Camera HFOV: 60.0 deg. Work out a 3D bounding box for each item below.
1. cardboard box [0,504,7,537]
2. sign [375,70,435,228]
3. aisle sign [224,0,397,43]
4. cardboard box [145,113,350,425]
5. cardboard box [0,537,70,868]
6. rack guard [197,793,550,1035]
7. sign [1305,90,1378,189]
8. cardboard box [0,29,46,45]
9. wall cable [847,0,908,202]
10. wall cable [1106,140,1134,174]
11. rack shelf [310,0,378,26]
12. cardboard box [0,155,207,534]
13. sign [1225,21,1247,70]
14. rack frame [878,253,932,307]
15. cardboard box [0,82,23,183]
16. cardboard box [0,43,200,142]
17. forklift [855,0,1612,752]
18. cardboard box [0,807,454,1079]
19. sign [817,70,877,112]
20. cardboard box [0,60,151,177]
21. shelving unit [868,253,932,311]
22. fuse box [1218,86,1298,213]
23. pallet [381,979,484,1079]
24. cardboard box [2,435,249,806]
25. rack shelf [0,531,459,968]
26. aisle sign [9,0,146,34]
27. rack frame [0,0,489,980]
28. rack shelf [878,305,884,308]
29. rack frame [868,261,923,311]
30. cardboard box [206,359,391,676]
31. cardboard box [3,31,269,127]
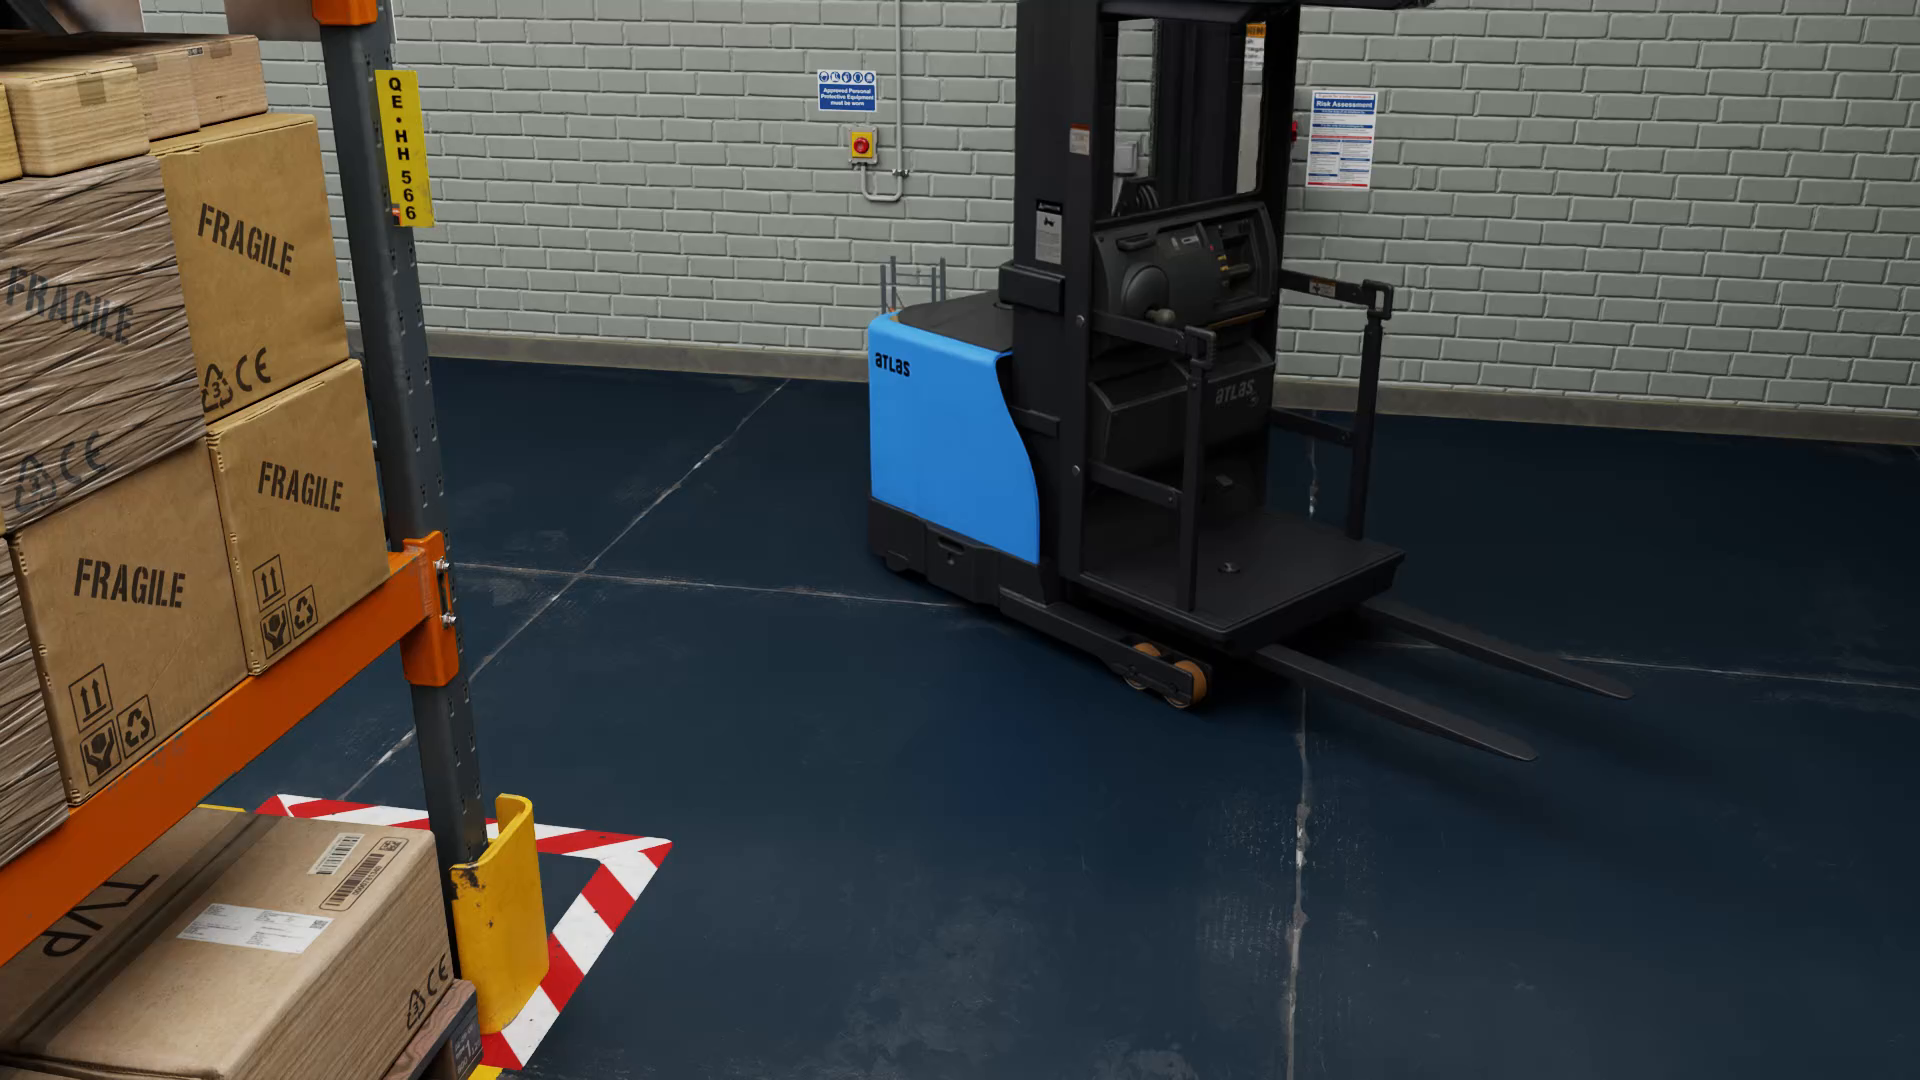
[{"bbox_3d":[-1.755,-0.168,2.283,0.500,0.500,0.500,4,22,11],"label":"cardboard box"},{"bbox_3d":[-1.179,-0.827,3.524,0.100,0.325,0.005,4,22,11],"label":"sign"},{"bbox_3d":[-1.389,-1.435,3.421,0.394,0.787,0.004,4,22,11],"label":"aisle sign"},{"bbox_3d":[-1.573,-0.542,3.212,0.500,0.500,0.500,5,23,13],"label":"cardboard box"},{"bbox_3d":[-1.759,0.295,2.472,0.500,0.500,0.500,5,22,12],"label":"cardboard box"},{"bbox_3d":[-1.702,0.924,4.389,1.175,0.500,0.348,4,22,11],"label":"rack guard"},{"bbox_3d":[1.973,-2.071,8.607,0.329,0.494,0.001,4,22,11],"label":"sign"},{"bbox_3d":[-2.051,-0.929,3.304,0.380,0.149,0.250,5,22,12],"label":"cardboard box"},{"bbox_3d":[-0.580,-2.776,8.829,0.585,1.953,0.123,4,22,11],"label":"wall cable"},{"bbox_3d":[0.811,-2.658,8.577,0.588,1.984,0.122,4,22,11],"label":"wall cable"},{"bbox_3d":[-2.115,-0.553,1.658,1.077,0.370,4.000,4,22,11],"label":"rack shelf"},{"bbox_3d":[-1.650,-0.349,2.732,0.500,0.500,0.500,5,22,11],"label":"cardboard box"},{"bbox_3d":[1.435,-2.540,8.539,0.339,0.242,0.001,4,22,11],"label":"sign"},{"bbox_3d":[-0.239,-0.688,7.457,0.240,1.200,0.006,4,22,10],"label":"rack frame"},{"bbox_3d":[-1.675,-0.606,2.503,0.380,0.149,0.250,5,22,12],"label":"cardboard box"},{"bbox_3d":[-1.613,-0.796,2.975,0.380,0.149,0.250,5,22,12],"label":"cardboard box"},{"bbox_3d":[0.916,-1.003,5.921,1.130,2.935,3.031,-19,29,-39],"label":"forklift"},{"bbox_3d":[-1.744,1.016,3.682,0.875,0.438,0.875,4,22,9],"label":"cardboard box"},{"bbox_3d":[-0.614,-2.442,9.039,0.327,0.218,0.001,4,22,11],"label":"sign"},{"bbox_3d":[-1.583,-0.695,2.724,0.380,0.149,0.250,4,22,10],"label":"cardboard box"},{"bbox_3d":[-0.256,-0.655,7.373,0.258,1.200,0.189,4,22,10],"label":"shelving unit"},{"bbox_3d":[1.447,-1.479,8.736,0.539,1.711,0.414,4,22,11],"label":"fuse box"},{"bbox_3d":[-1.794,1.366,3.680,1.003,0.211,1.213,4,22,11],"label":"pallet"},{"bbox_3d":[-1.664,0.106,2.940,0.500,0.500,0.500,4,22,10],"label":"cardboard box"},{"bbox_3d":[-2.115,0.839,2.218,1.077,0.370,4.000,4,22,11],"label":"rack shelf"},{"bbox_3d":[-1.976,-1.481,3.535,0.394,0.787,0.004,4,22,11],"label":"aisle sign"},{"bbox_3d":[-1.707,-0.226,3.900,1.000,3.000,0.127,4,22,11],"label":"rack frame"},{"bbox_3d":[-0.257,-0.948,7.256,0.258,0.103,0.180,4,22,10],"label":"rack shelf"},{"bbox_3d":[-0.274,-0.621,7.290,0.240,1.200,0.006,4,22,10],"label":"rack frame"},{"bbox_3d":[-1.547,-0.076,3.393,0.500,0.500,0.500,5,22,11],"label":"cardboard box"},{"bbox_3d":[-1.584,-0.891,3.210,0.380,0.149,0.250,5,22,12],"label":"cardboard box"}]
